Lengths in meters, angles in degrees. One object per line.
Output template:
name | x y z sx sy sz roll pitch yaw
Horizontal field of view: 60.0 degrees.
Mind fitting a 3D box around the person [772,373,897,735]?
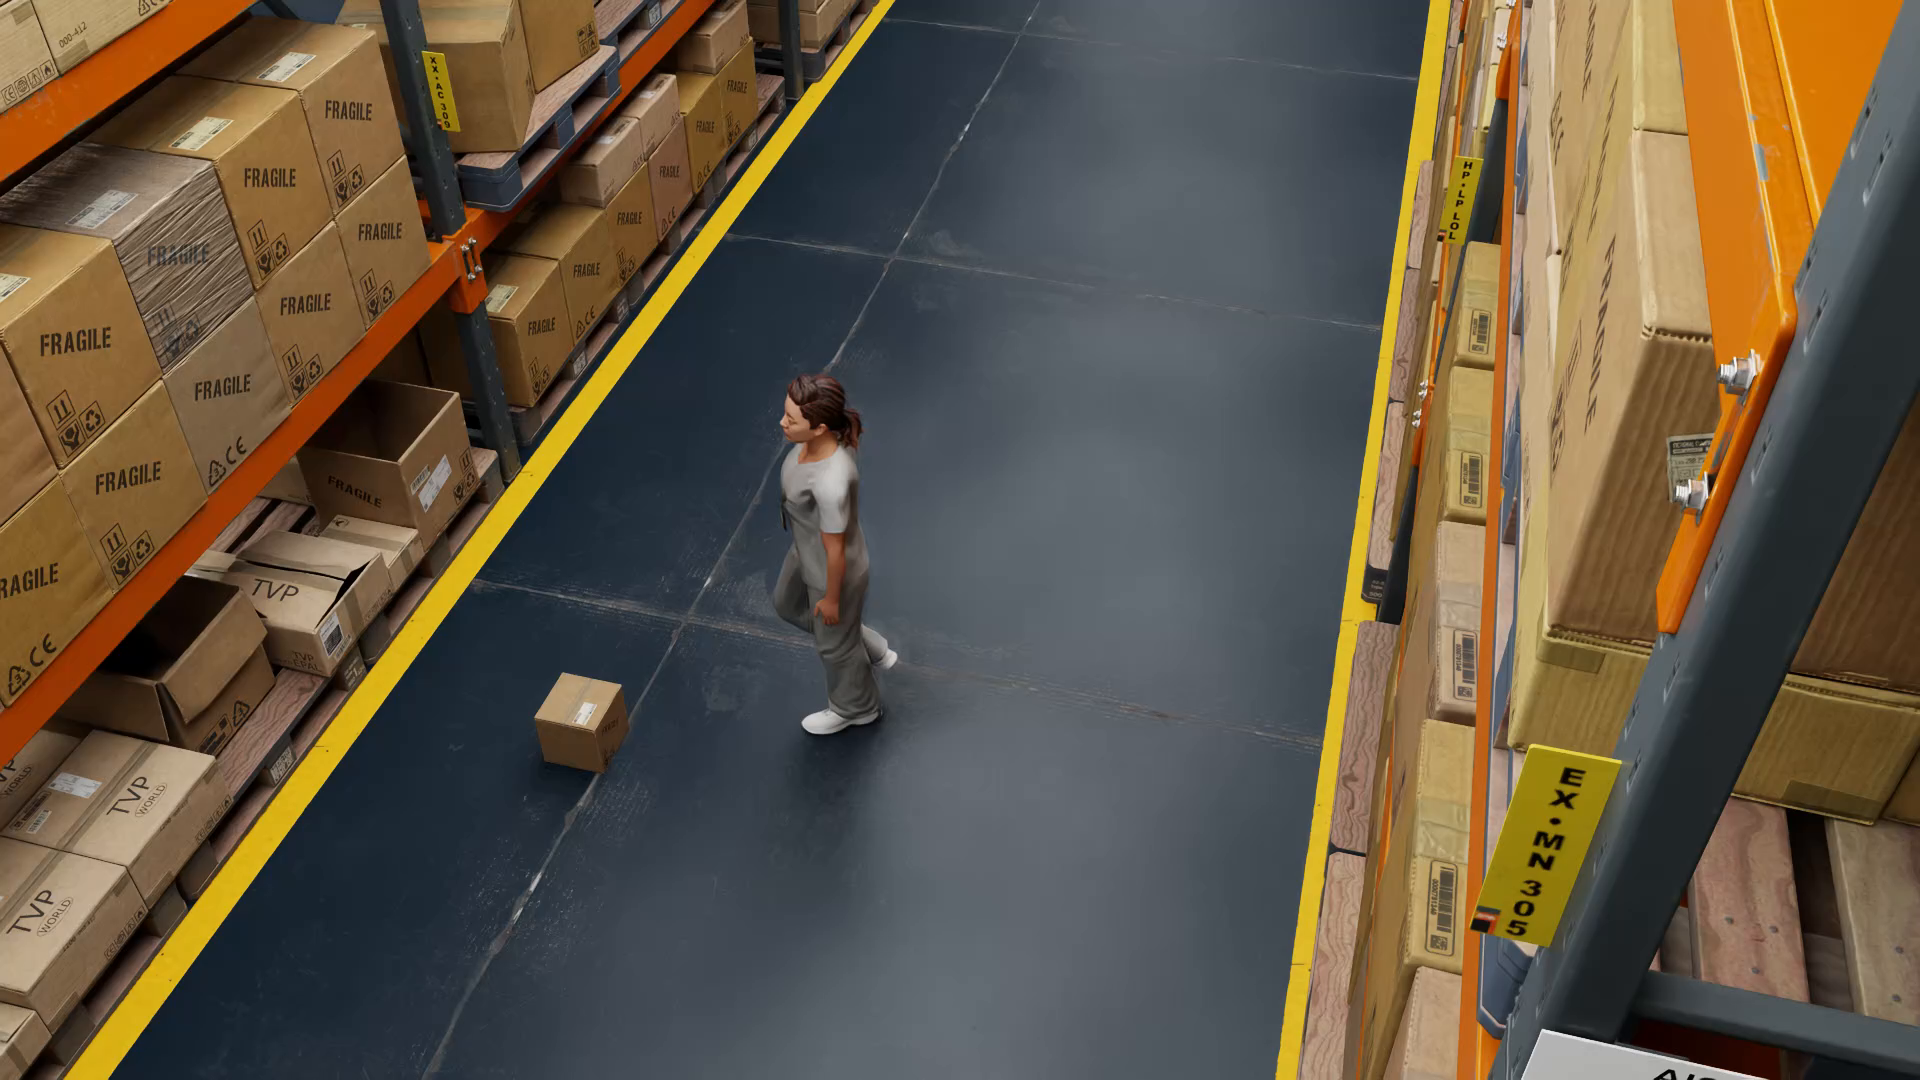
person | -0.462 0.075 6.066 0.466 1.669 0.498 -7 42 -8
